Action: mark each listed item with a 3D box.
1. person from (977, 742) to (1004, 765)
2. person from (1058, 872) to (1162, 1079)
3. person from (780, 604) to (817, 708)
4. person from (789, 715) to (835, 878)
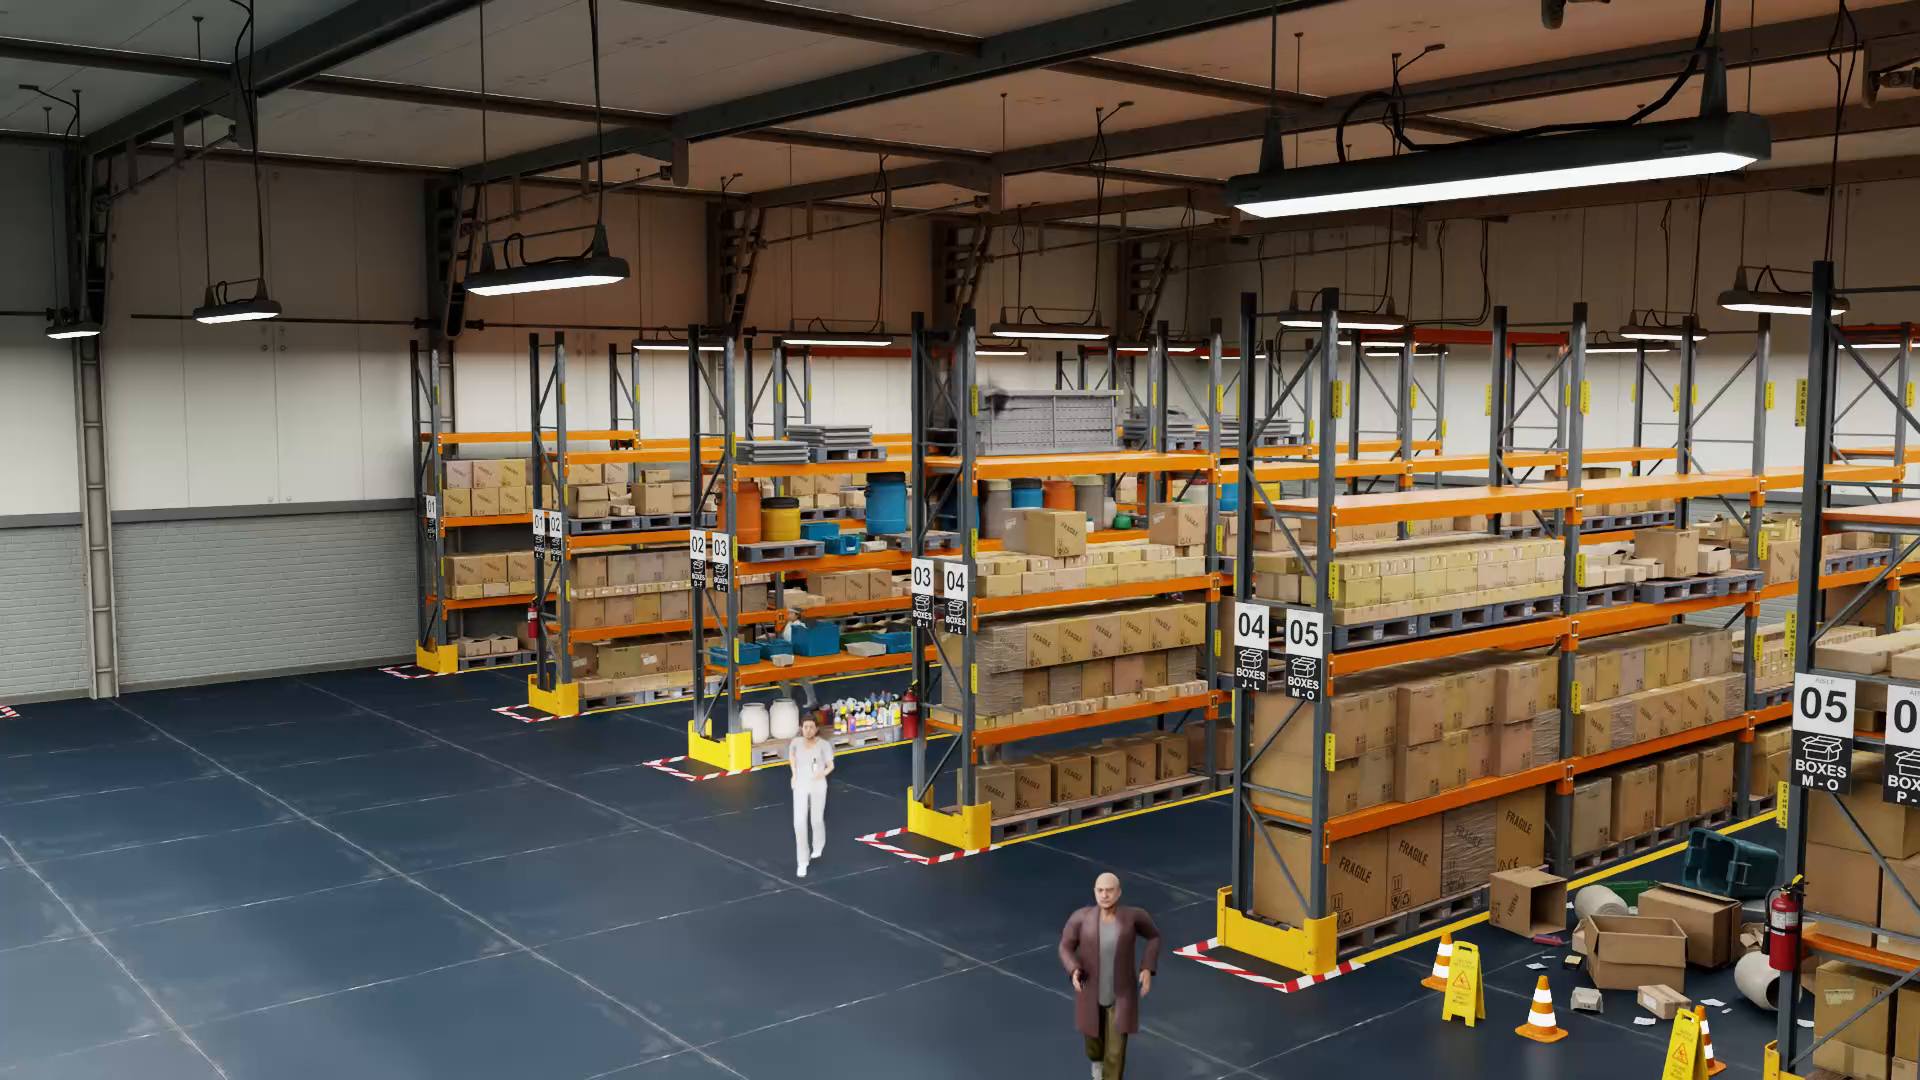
[{"bbox_3d":[0.441,2.265,21.667,0.650,1.680,0.652,4,7,40],"label":"person"},{"bbox_3d":[1.044,3.216,11.705,0.722,1.773,1.021,1,5,10],"label":"person"},{"bbox_3d":[-2.539,1.863,25.967,0.600,1.748,0.744,5,7,42],"label":"person"},{"bbox_3d":[-1.589,2.693,17.825,0.507,1.697,0.848,0,5,0],"label":"person"}]
